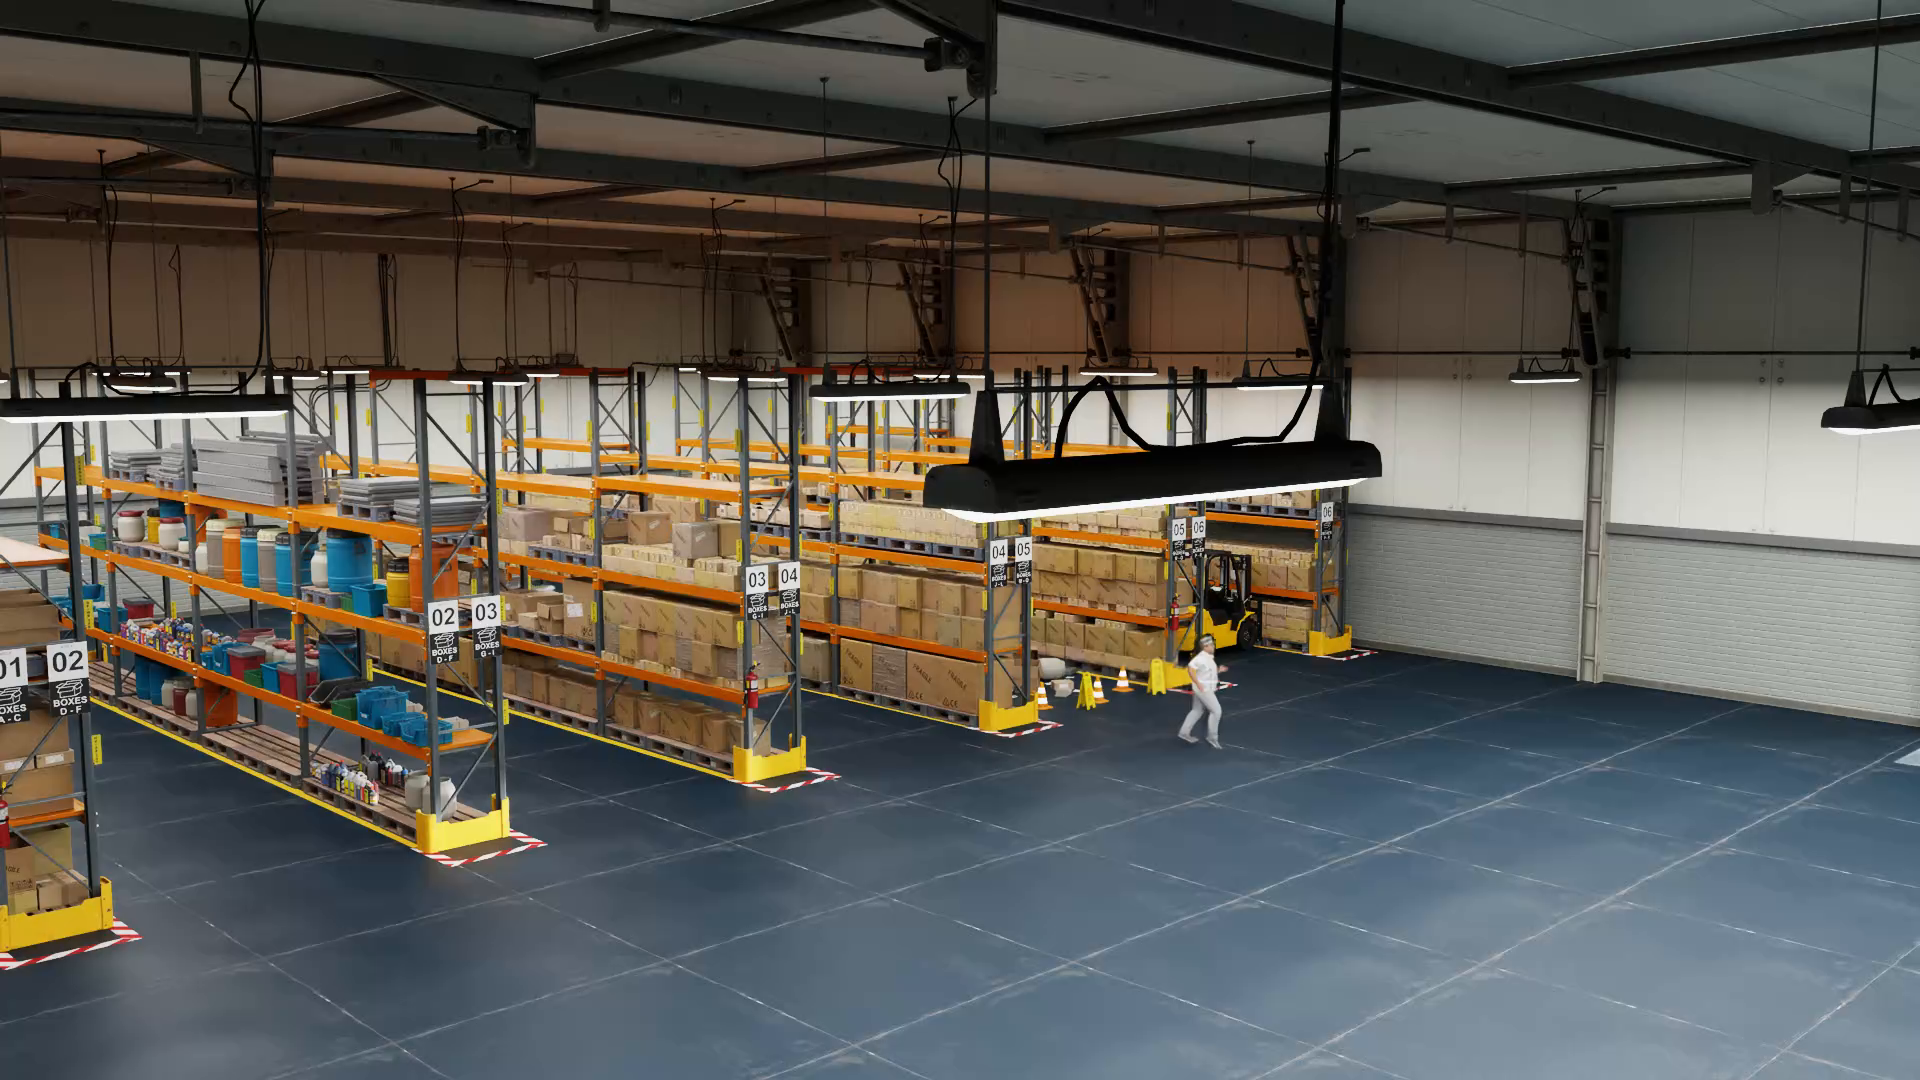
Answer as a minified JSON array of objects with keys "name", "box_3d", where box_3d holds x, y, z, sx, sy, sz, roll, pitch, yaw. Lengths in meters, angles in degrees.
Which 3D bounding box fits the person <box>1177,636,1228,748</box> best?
[{"name":"person","box_3d":[3.925,2.453,26.792,0.785,1.858,0.626,1,6,6]}]

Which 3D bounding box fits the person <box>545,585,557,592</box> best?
[{"name":"person","box_3d":[-7.986,1.794,32.488,0.794,1.836,0.641,6,9,43]}]
